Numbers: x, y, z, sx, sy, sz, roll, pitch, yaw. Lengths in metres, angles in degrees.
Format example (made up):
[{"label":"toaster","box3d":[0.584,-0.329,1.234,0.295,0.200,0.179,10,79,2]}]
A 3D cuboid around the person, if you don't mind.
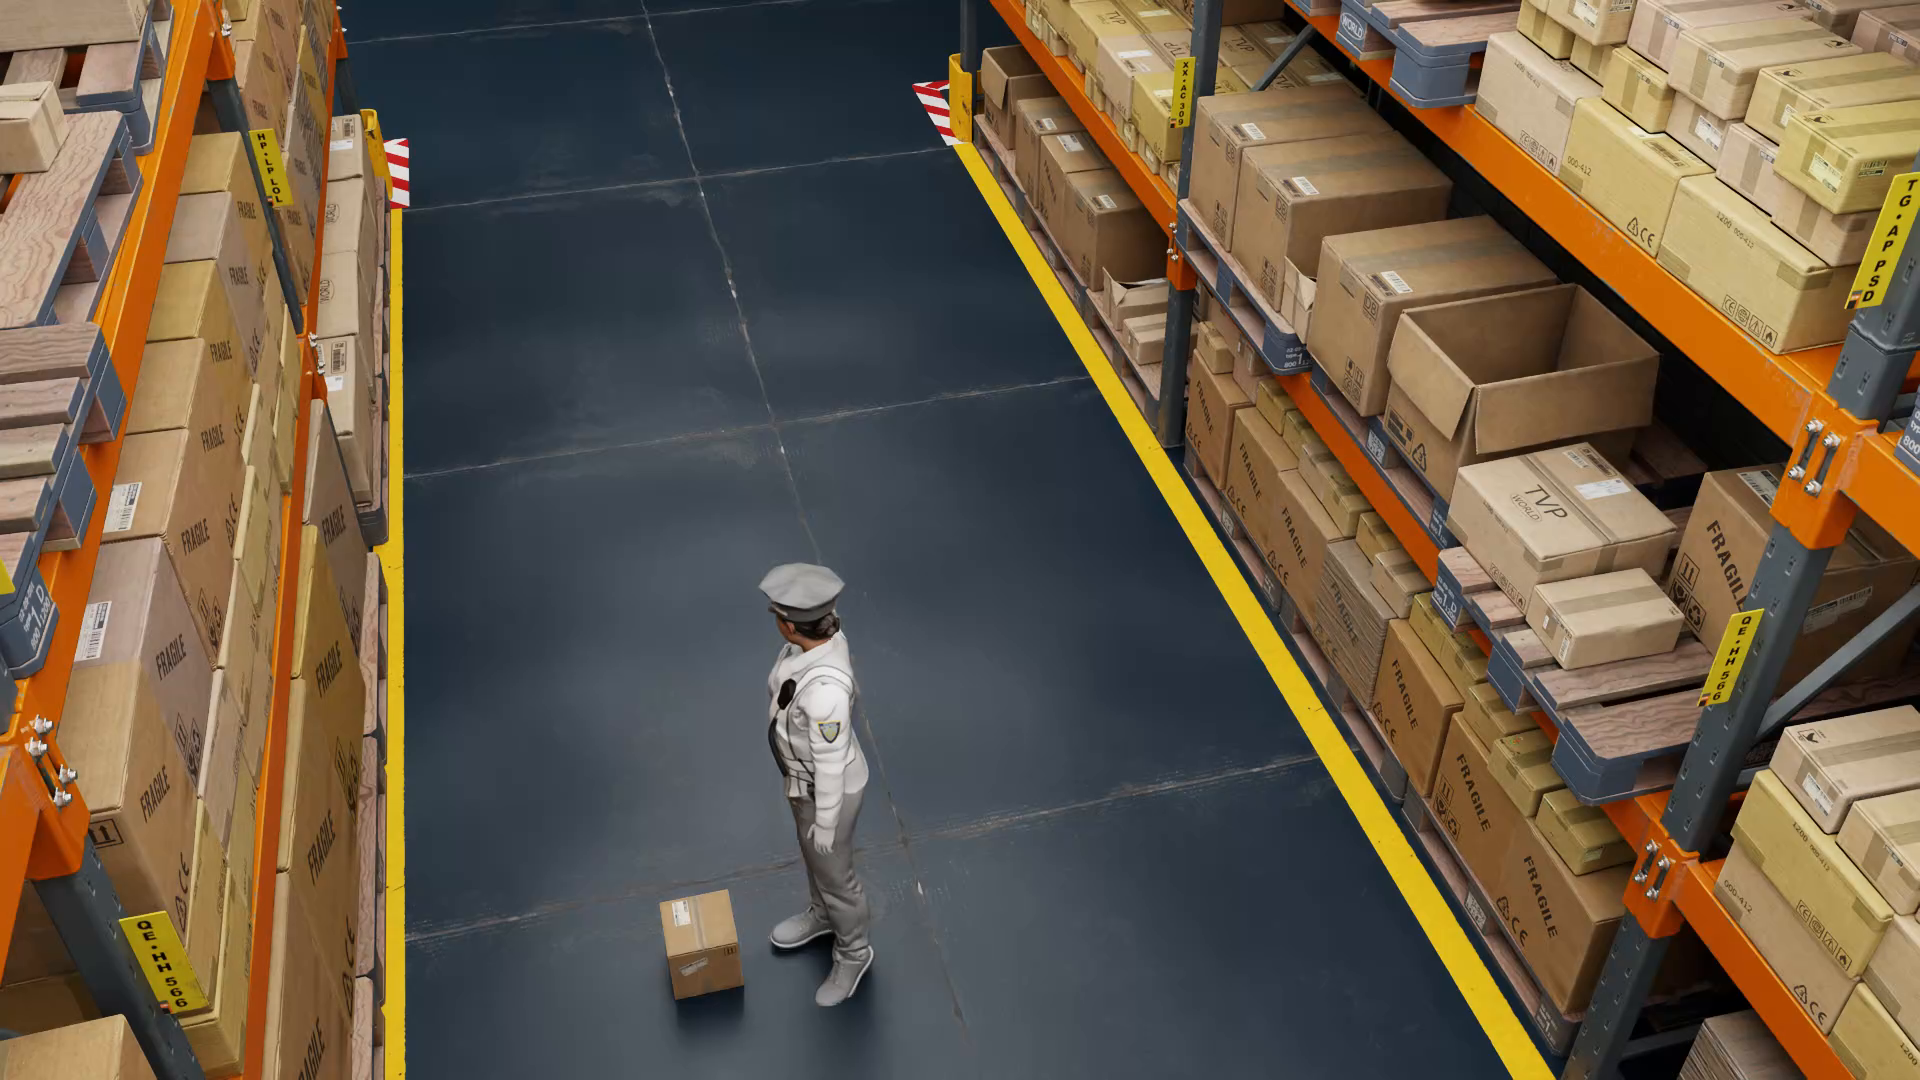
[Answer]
[{"label":"person","box3d":[-0.506,0.844,5.659,0.383,1.717,0.584,-9,39,-11]}]
